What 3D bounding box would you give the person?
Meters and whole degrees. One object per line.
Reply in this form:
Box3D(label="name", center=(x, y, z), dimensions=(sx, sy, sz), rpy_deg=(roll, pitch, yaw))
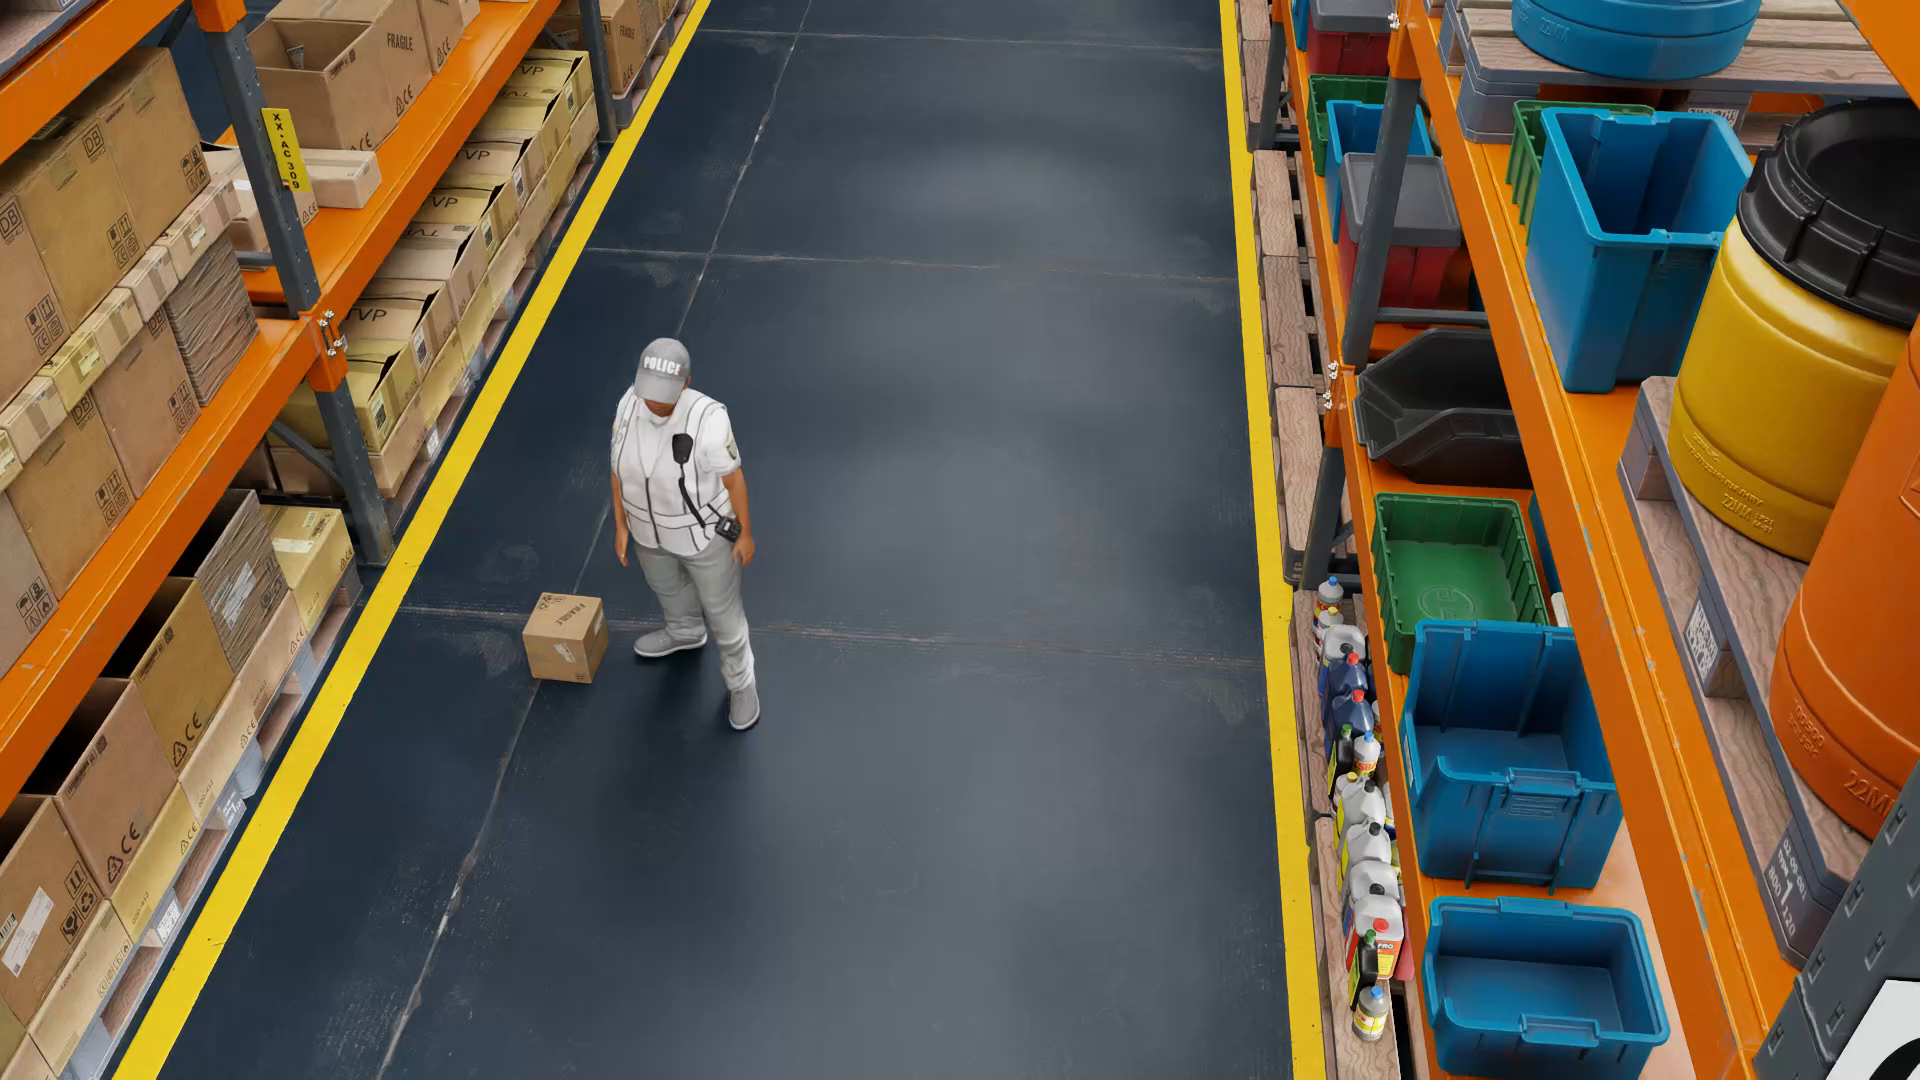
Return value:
Box3D(label="person", center=(-1.058, -0.065, 6.221), dimensions=(0.658, 1.669, 0.438), rpy_deg=(15, 43, 17))
